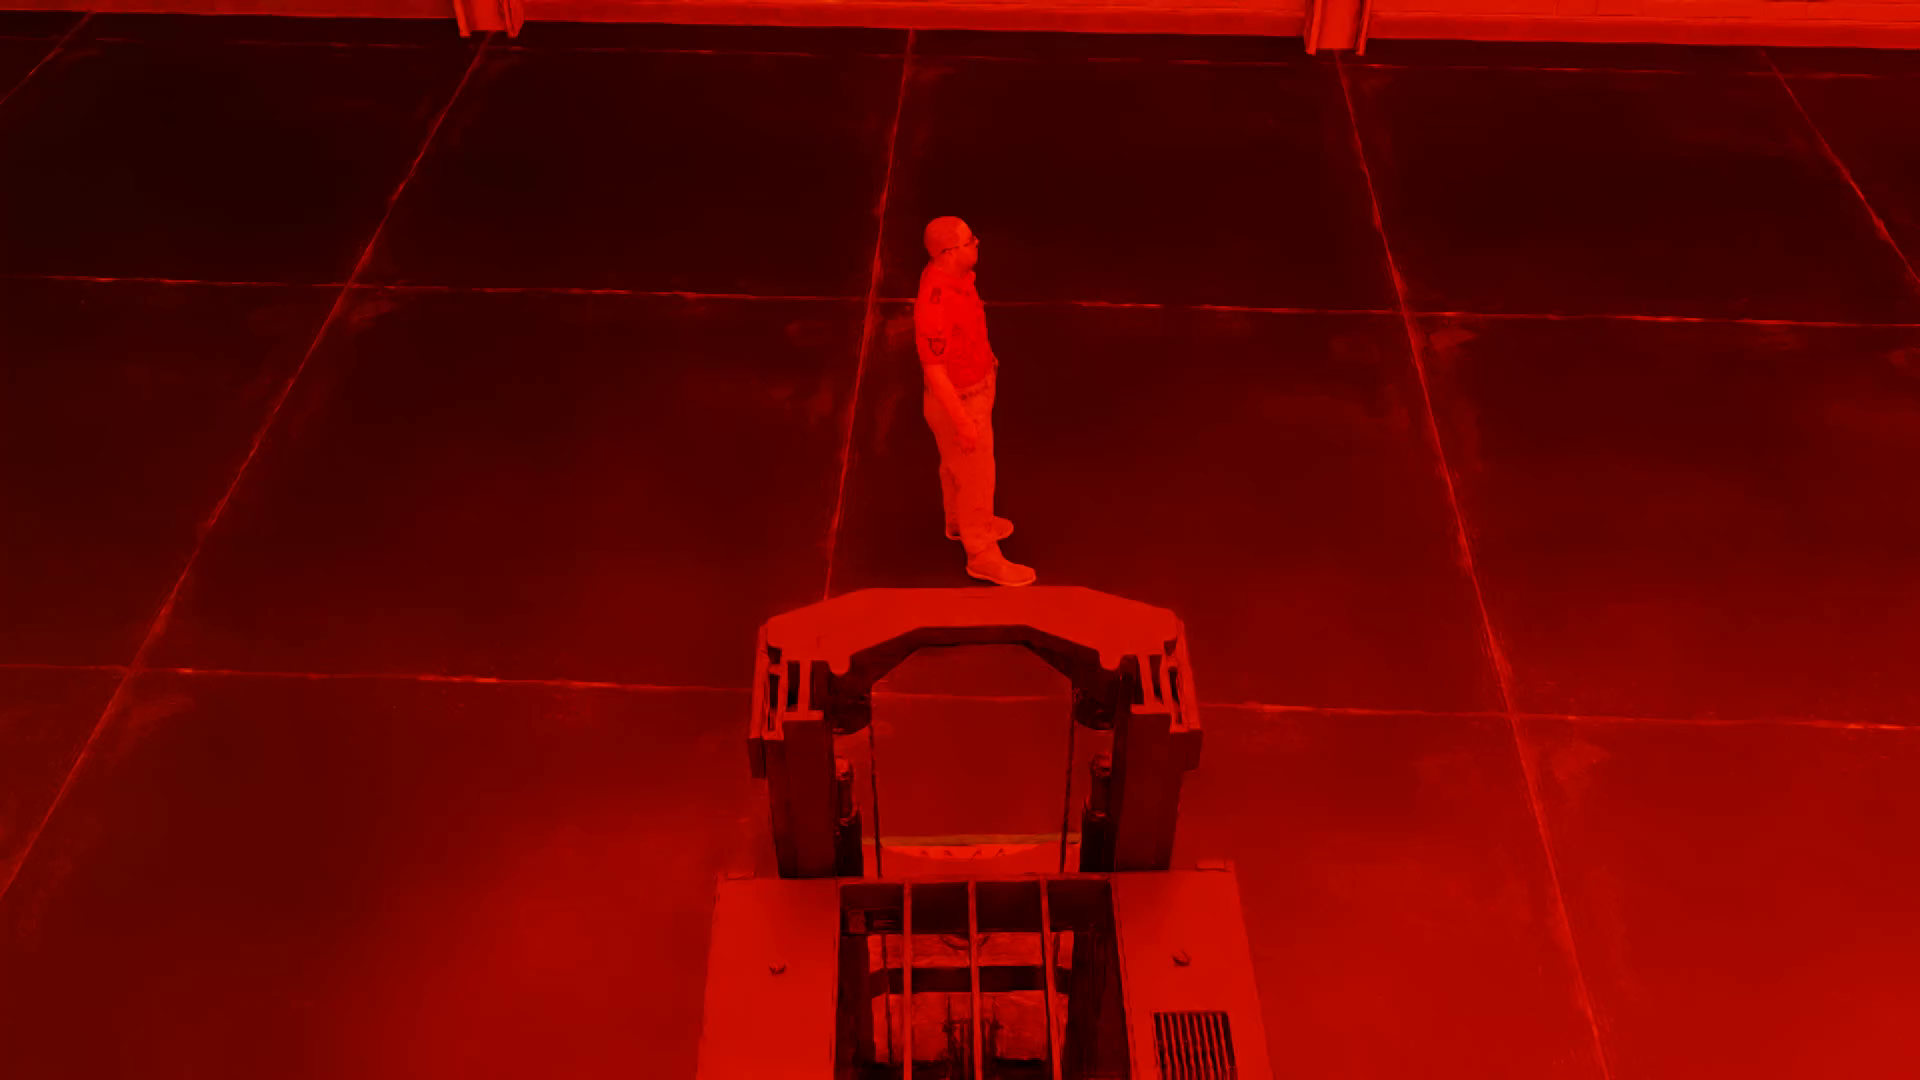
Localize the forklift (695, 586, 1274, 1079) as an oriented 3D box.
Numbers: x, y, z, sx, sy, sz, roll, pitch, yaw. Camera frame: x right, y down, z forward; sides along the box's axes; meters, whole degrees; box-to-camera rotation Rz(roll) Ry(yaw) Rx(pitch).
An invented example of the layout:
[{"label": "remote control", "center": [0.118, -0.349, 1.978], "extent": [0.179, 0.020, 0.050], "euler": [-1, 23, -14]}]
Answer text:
[{"label": "forklift", "center": [0.041, 1.645, 3.940], "extent": [1.130, 2.935, 3.031], "euler": [-1, 42, -1]}]

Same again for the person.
[{"label": "person", "center": [0.089, -0.633, 7.317], "extent": [0.550, 1.726, 0.640], "euler": [2, 42, 2]}]
